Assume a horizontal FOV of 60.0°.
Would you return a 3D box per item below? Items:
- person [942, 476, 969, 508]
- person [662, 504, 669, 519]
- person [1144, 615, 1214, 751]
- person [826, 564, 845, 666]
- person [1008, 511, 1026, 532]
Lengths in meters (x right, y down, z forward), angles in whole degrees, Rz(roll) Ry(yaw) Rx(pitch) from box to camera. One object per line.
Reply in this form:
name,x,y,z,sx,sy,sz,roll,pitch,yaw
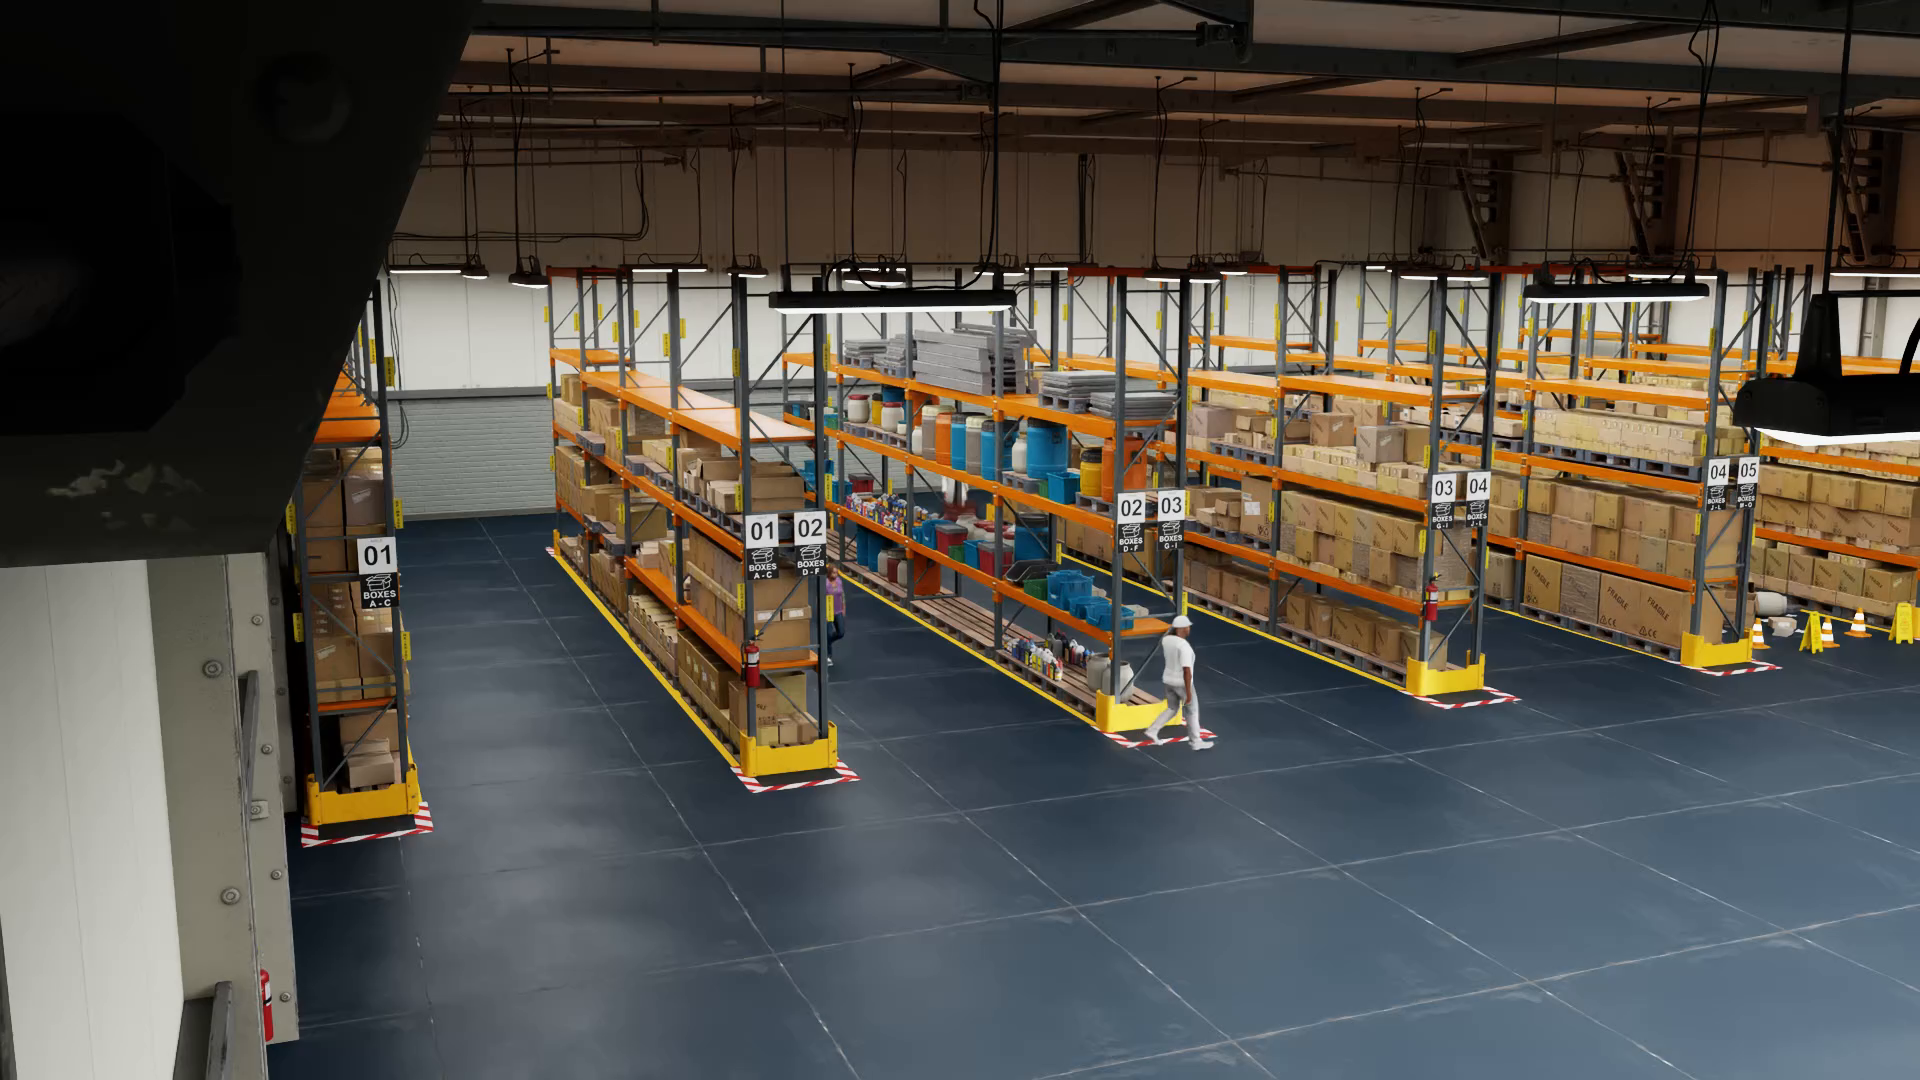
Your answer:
person,-0.095,-1.098,37.887,0.650,1.720,1.171,-1,10,-8
person,-6.683,-0.870,36.695,0.445,1.675,0.498,-5,11,-25
person,2.780,1.821,21.165,0.887,1.745,0.592,-5,11,-26
person,-2.014,1.129,25.710,0.499,1.581,0.487,-6,11,-29
person,1.115,0.259,30.324,0.508,1.610,1.031,-6,12,-31
